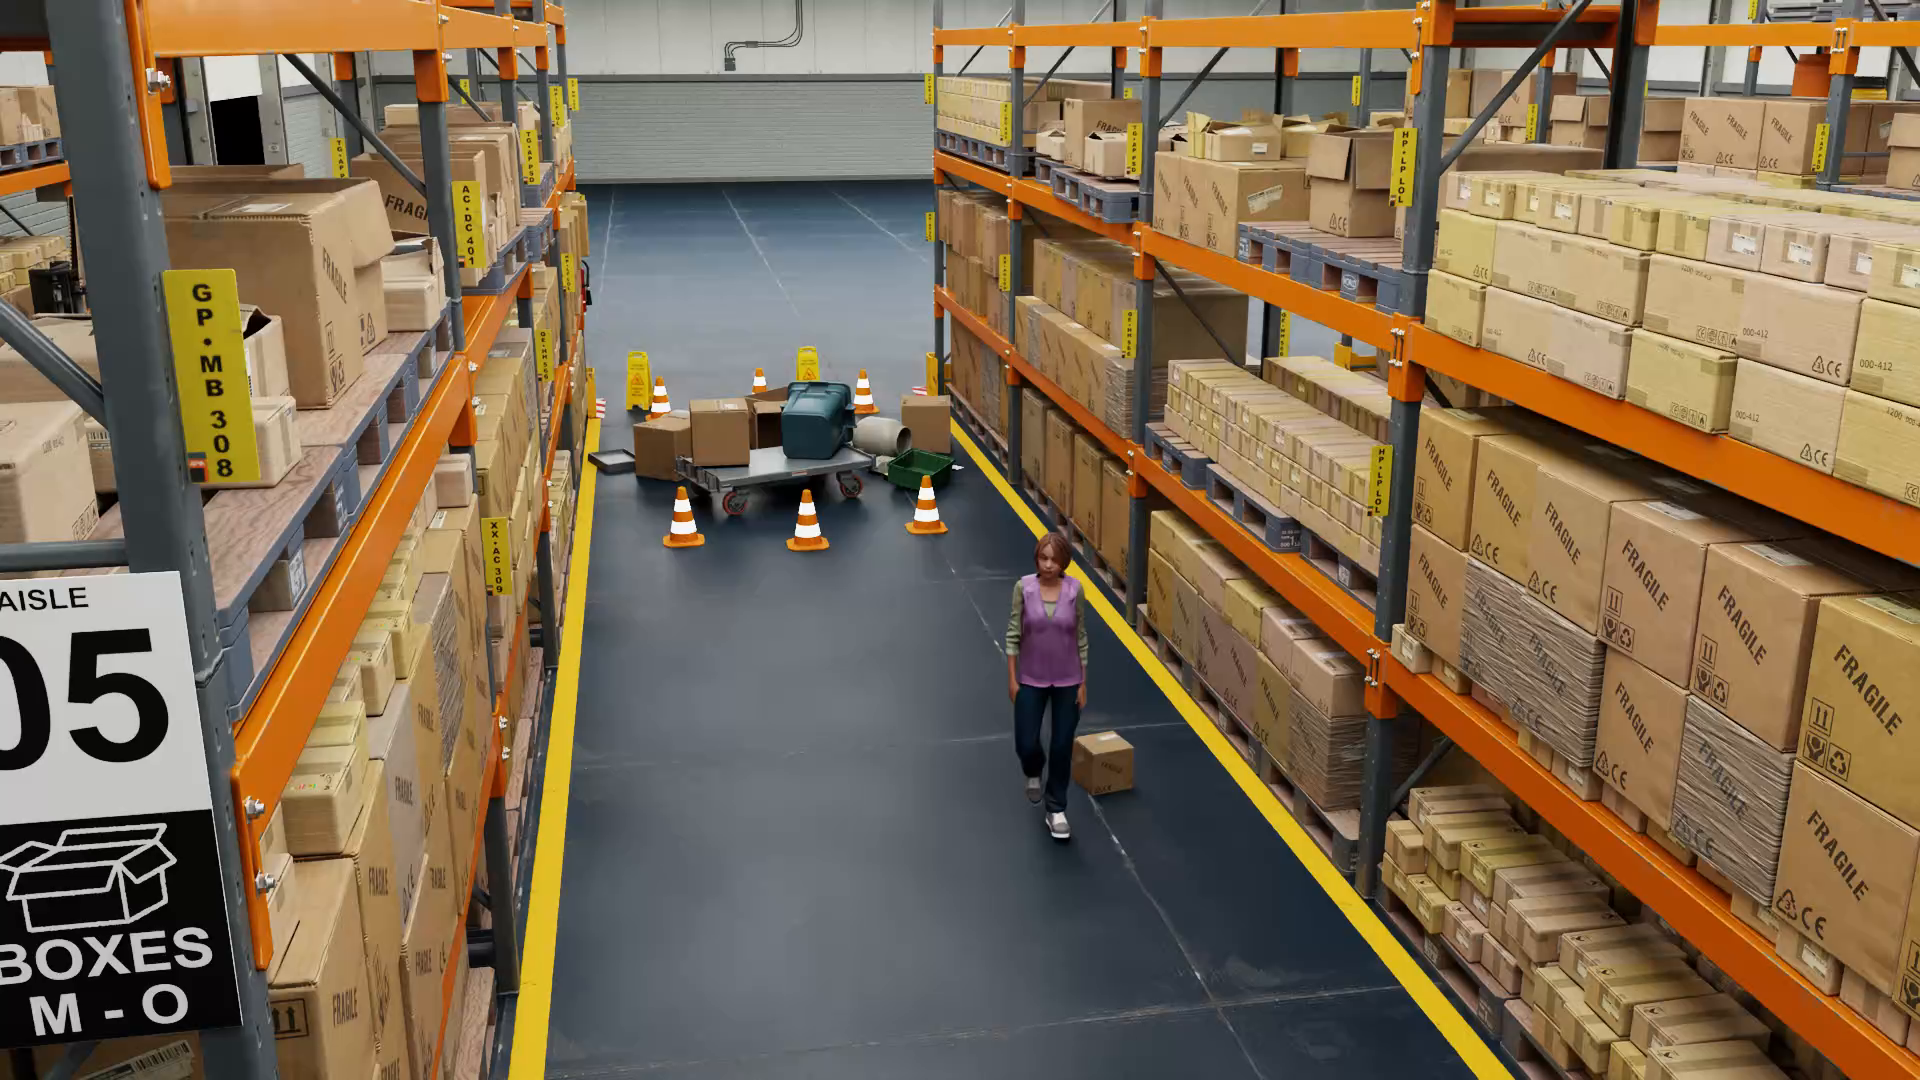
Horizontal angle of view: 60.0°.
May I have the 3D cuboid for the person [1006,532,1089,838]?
[{"bbox_3d":[0.445,0.723,8.558,0.422,1.586,0.497,0,17,-1],"label":"person"}]
